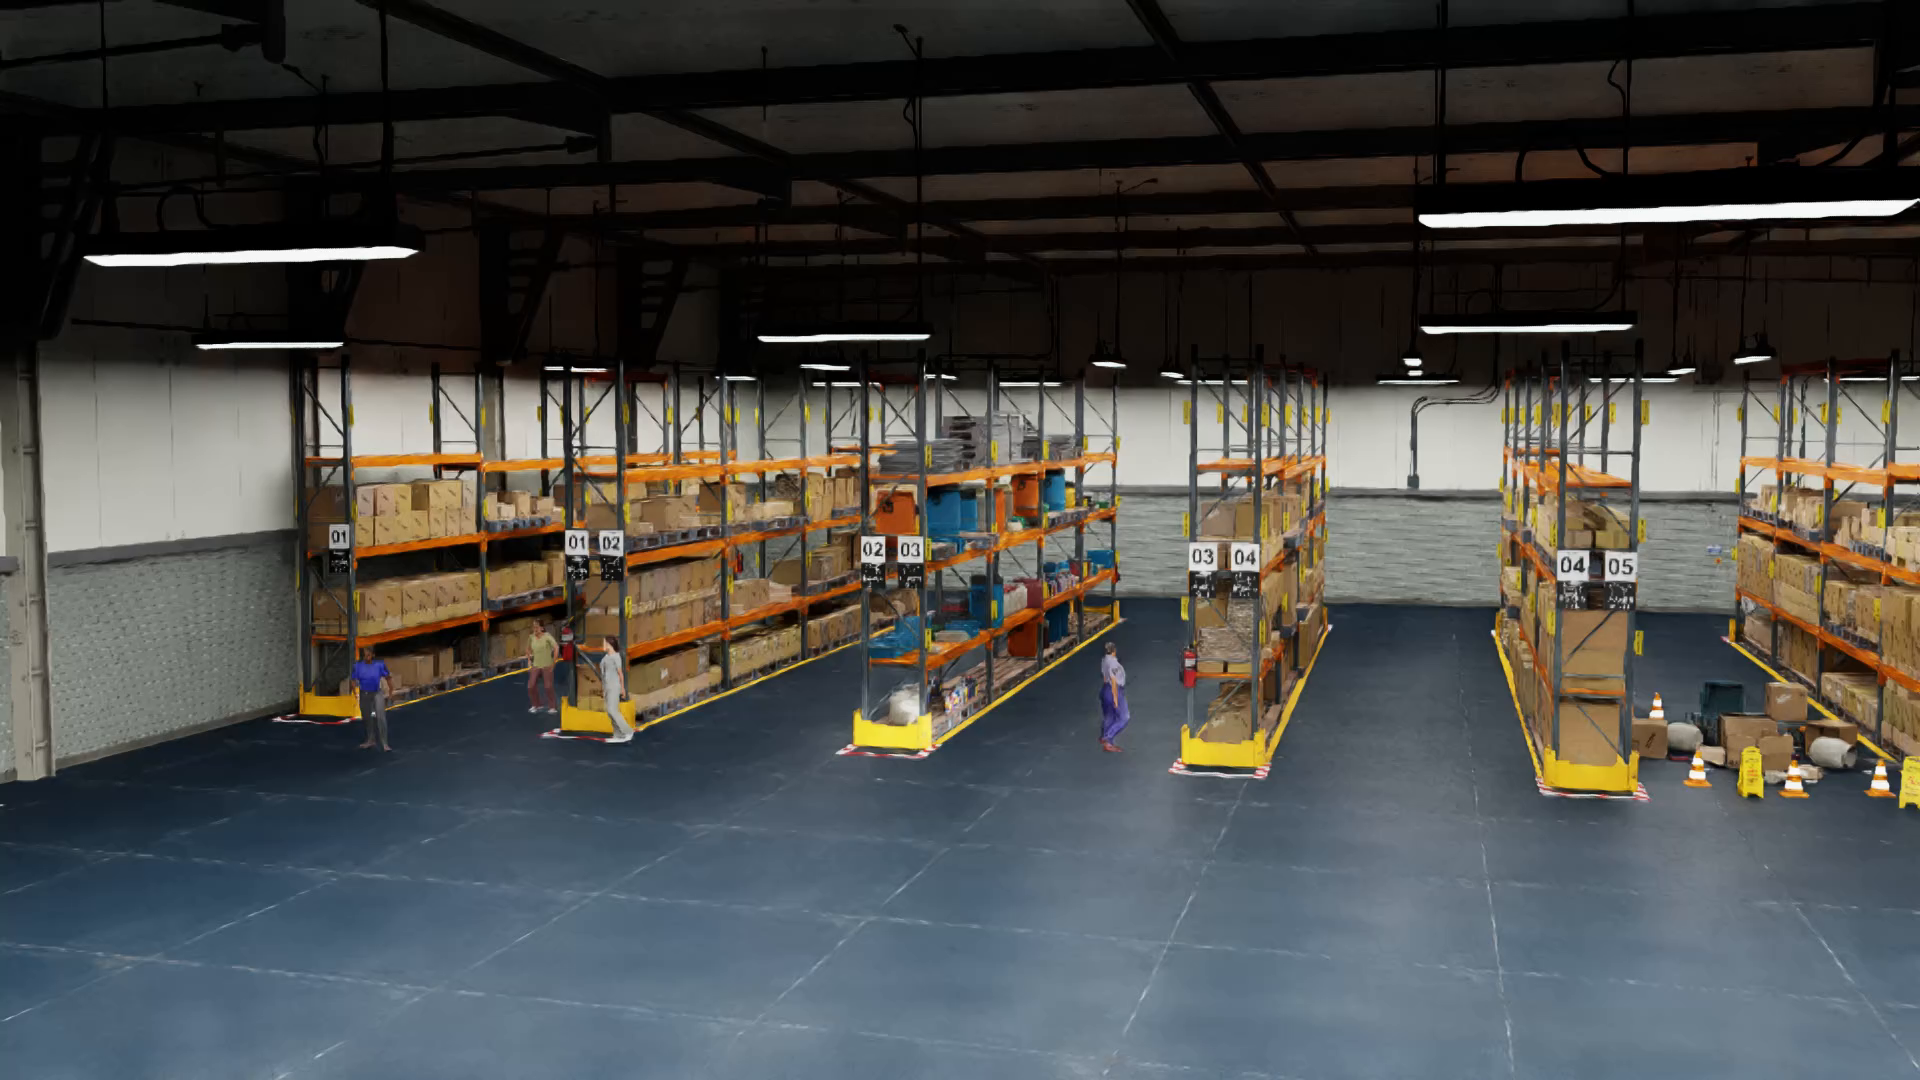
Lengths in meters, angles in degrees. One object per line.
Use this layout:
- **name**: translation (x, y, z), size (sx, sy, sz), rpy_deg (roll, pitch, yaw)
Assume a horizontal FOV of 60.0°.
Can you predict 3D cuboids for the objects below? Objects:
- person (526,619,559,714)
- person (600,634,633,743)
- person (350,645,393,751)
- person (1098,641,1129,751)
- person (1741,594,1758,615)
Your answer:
- **person**: translation (-7.000, 2.112, 27.876), size (0.598, 1.619, 0.507), rpy_deg (1, 4, 14)
- **person**: translation (-5.236, 2.271, 25.363), size (0.443, 1.656, 0.592), rpy_deg (-3, 5, -30)
- **person**: translation (-8.753, 2.340, 24.828), size (0.624, 1.599, 0.776), rpy_deg (0, 4, -4)
- **person**: translation (2.246, 2.328, 24.740), size (0.437, 1.645, 0.539), rpy_deg (-1, 4, -15)
- **person**: translation (17.906, 1.281, 37.630), size (0.384, 1.783, 0.632), rpy_deg (-1, 4, -17)
